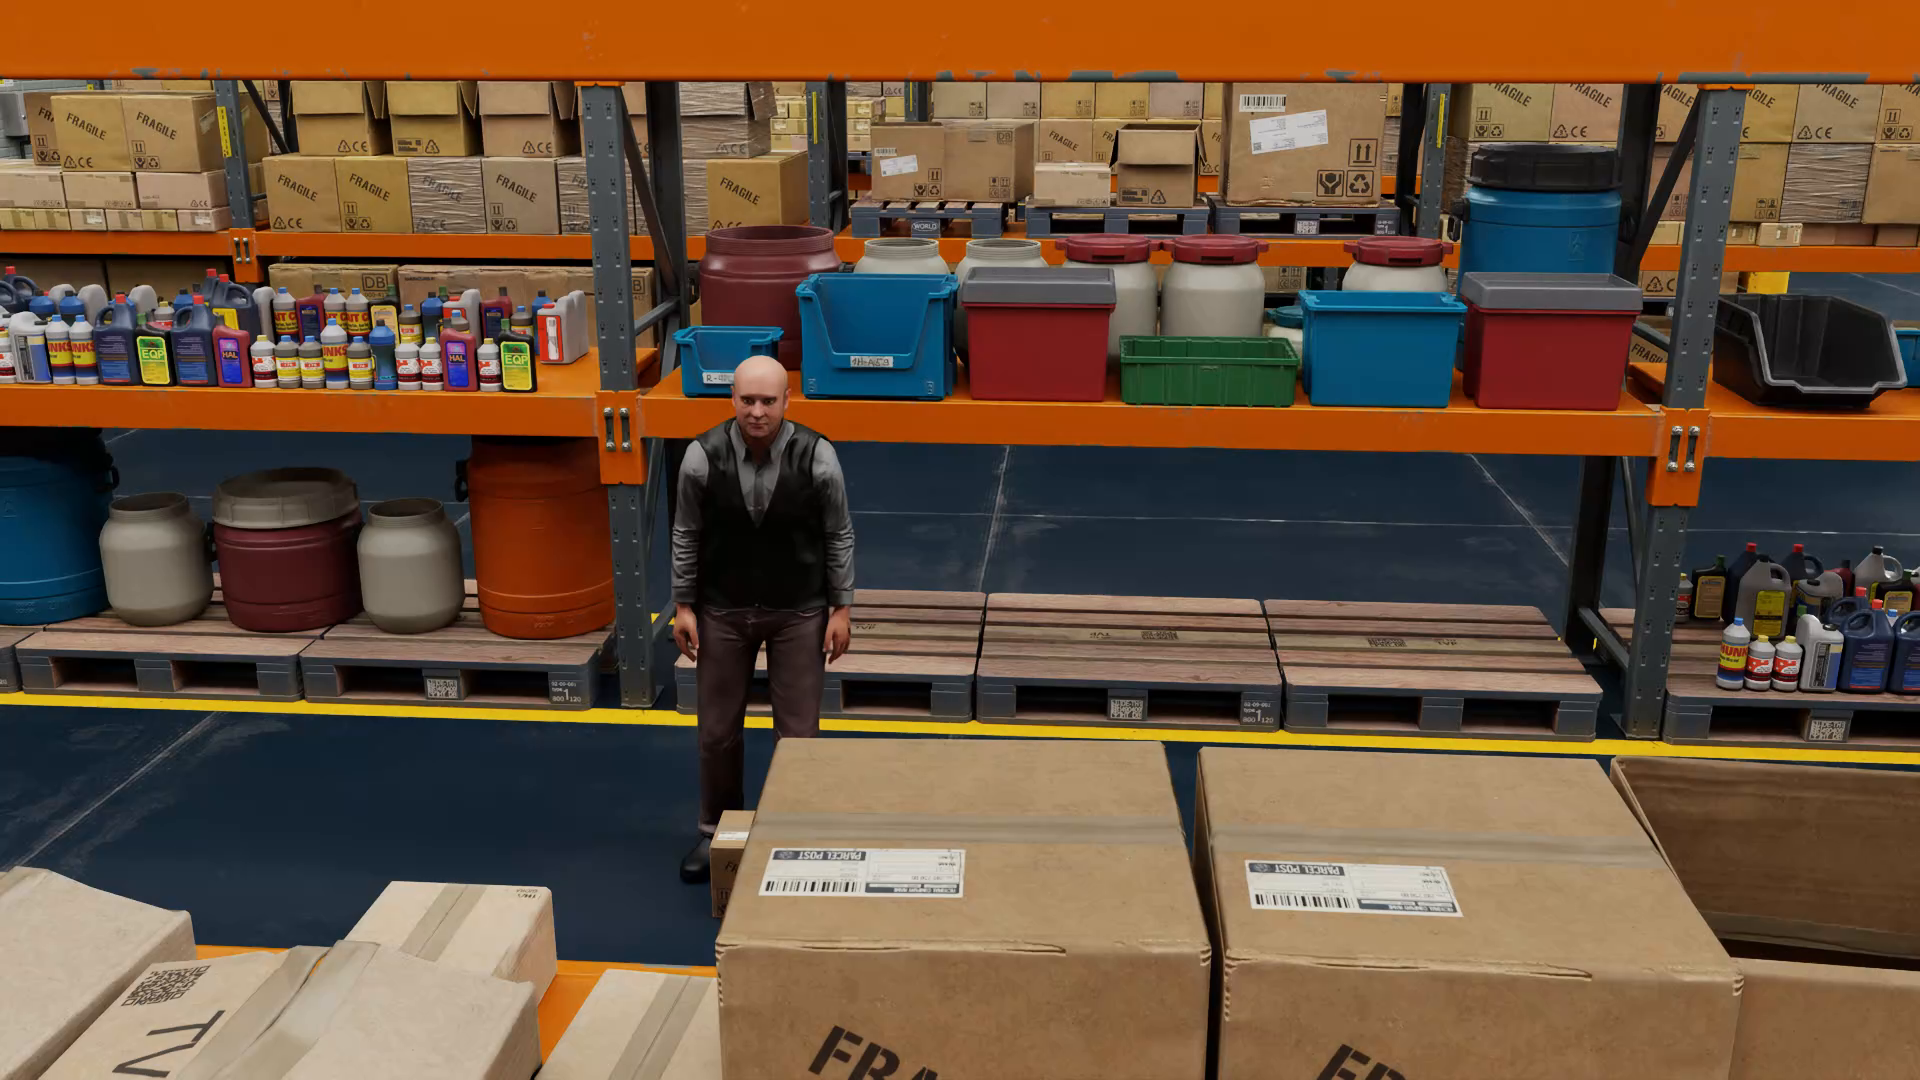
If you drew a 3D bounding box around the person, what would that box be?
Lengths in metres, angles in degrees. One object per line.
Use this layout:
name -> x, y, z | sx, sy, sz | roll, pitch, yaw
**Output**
person -> -0.629, 0.252, 5.309 | 0.589, 1.720, 0.475 | 0, 17, 1
